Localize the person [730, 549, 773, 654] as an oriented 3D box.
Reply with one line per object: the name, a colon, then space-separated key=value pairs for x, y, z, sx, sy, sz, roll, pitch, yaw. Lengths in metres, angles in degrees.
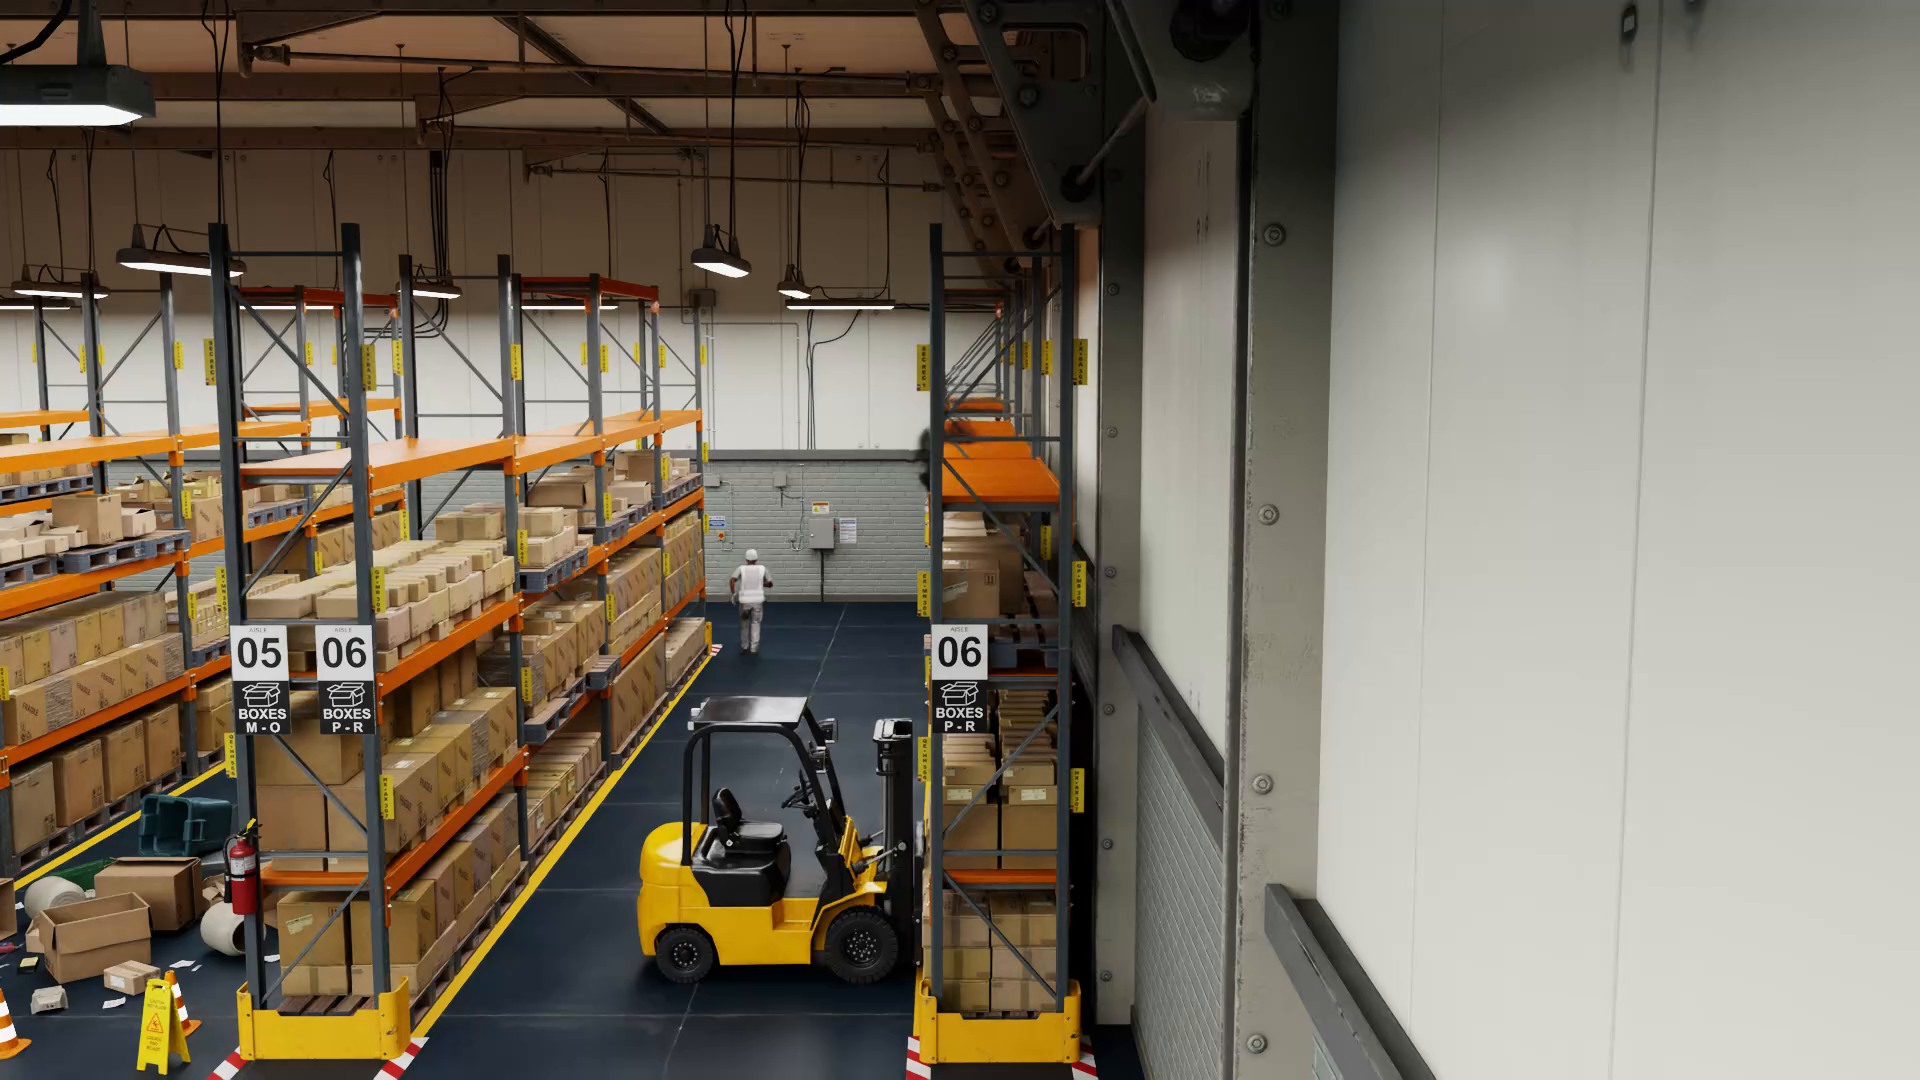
person: x=-3.462 y=1.063 z=27.672 sx=0.706 sy=1.814 sz=0.880 roll=-1 pitch=7 yaw=-5
